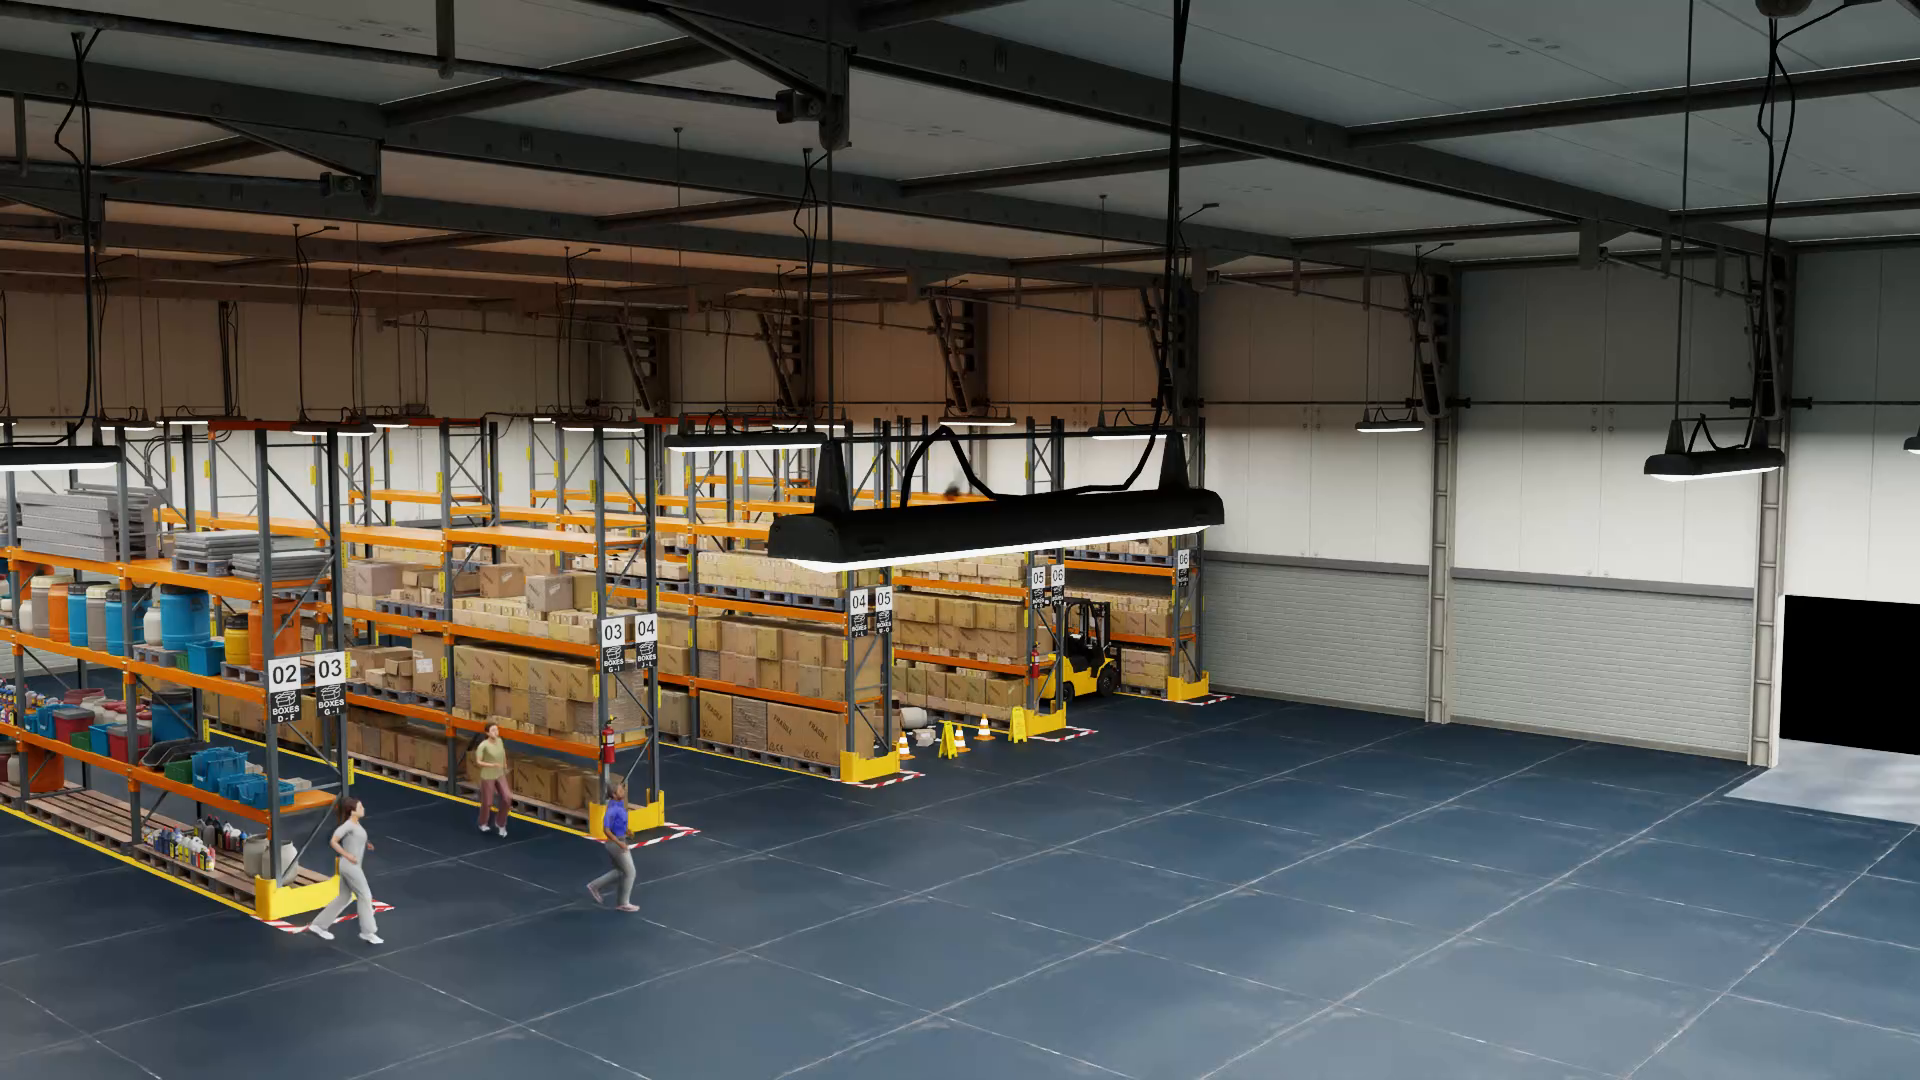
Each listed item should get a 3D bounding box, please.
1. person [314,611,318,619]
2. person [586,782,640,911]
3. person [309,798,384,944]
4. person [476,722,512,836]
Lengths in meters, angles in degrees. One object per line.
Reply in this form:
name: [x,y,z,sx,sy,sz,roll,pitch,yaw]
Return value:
person: [-14.225,2.401,36.814,0.706,1.785,0.931,-4,6,-37]
person: [-4.301,3.822,20.661,0.605,1.627,0.576,-1,5,-12]
person: [-7.223,3.893,19.589,0.844,1.703,0.571,-1,5,-14]
person: [-6.803,3.497,24.252,0.688,1.714,0.588,4,6,41]
